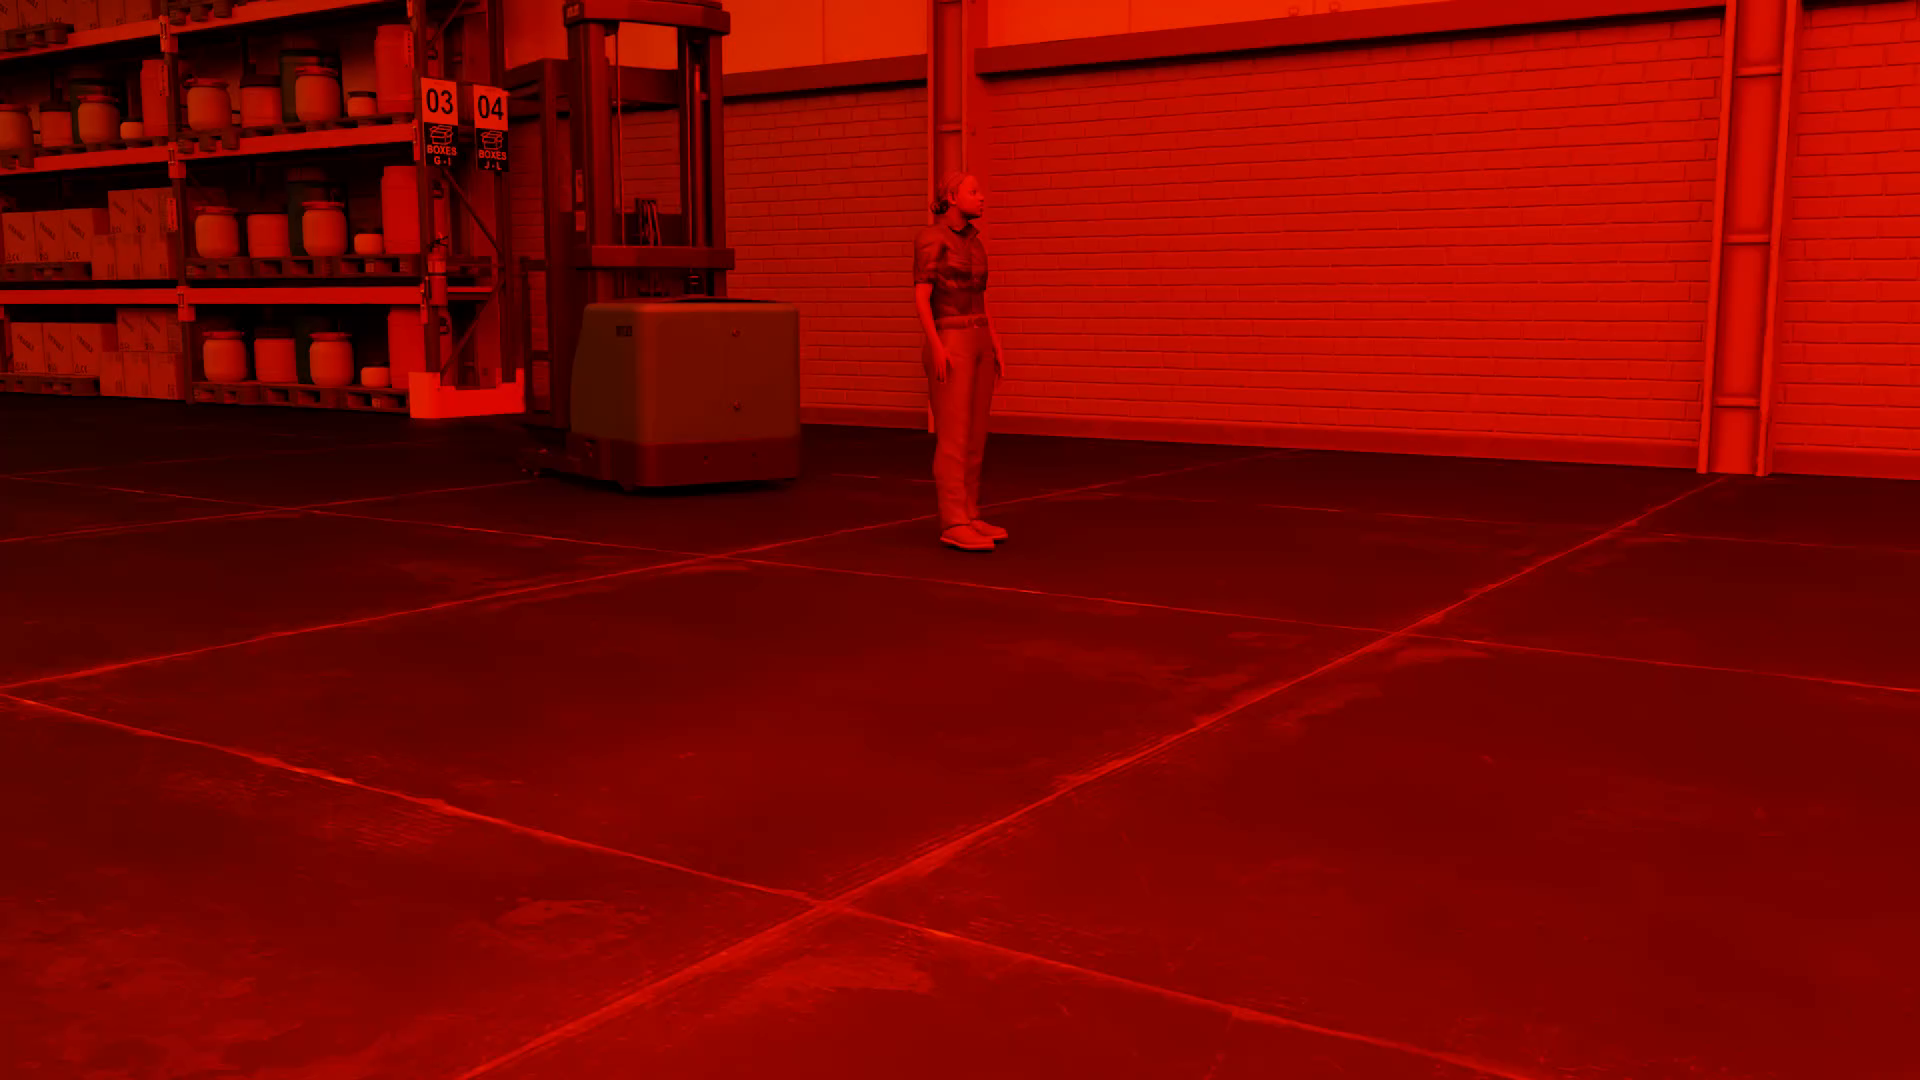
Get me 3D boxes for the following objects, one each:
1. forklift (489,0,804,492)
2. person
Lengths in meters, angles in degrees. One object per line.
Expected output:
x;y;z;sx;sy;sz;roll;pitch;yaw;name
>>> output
-2.161;-1.882;10.426;1.130;2.935;3.031;-6;10;-34;forklift
0.061;-0.817;7.421;0.504;1.654;0.569;5;10;34;person
